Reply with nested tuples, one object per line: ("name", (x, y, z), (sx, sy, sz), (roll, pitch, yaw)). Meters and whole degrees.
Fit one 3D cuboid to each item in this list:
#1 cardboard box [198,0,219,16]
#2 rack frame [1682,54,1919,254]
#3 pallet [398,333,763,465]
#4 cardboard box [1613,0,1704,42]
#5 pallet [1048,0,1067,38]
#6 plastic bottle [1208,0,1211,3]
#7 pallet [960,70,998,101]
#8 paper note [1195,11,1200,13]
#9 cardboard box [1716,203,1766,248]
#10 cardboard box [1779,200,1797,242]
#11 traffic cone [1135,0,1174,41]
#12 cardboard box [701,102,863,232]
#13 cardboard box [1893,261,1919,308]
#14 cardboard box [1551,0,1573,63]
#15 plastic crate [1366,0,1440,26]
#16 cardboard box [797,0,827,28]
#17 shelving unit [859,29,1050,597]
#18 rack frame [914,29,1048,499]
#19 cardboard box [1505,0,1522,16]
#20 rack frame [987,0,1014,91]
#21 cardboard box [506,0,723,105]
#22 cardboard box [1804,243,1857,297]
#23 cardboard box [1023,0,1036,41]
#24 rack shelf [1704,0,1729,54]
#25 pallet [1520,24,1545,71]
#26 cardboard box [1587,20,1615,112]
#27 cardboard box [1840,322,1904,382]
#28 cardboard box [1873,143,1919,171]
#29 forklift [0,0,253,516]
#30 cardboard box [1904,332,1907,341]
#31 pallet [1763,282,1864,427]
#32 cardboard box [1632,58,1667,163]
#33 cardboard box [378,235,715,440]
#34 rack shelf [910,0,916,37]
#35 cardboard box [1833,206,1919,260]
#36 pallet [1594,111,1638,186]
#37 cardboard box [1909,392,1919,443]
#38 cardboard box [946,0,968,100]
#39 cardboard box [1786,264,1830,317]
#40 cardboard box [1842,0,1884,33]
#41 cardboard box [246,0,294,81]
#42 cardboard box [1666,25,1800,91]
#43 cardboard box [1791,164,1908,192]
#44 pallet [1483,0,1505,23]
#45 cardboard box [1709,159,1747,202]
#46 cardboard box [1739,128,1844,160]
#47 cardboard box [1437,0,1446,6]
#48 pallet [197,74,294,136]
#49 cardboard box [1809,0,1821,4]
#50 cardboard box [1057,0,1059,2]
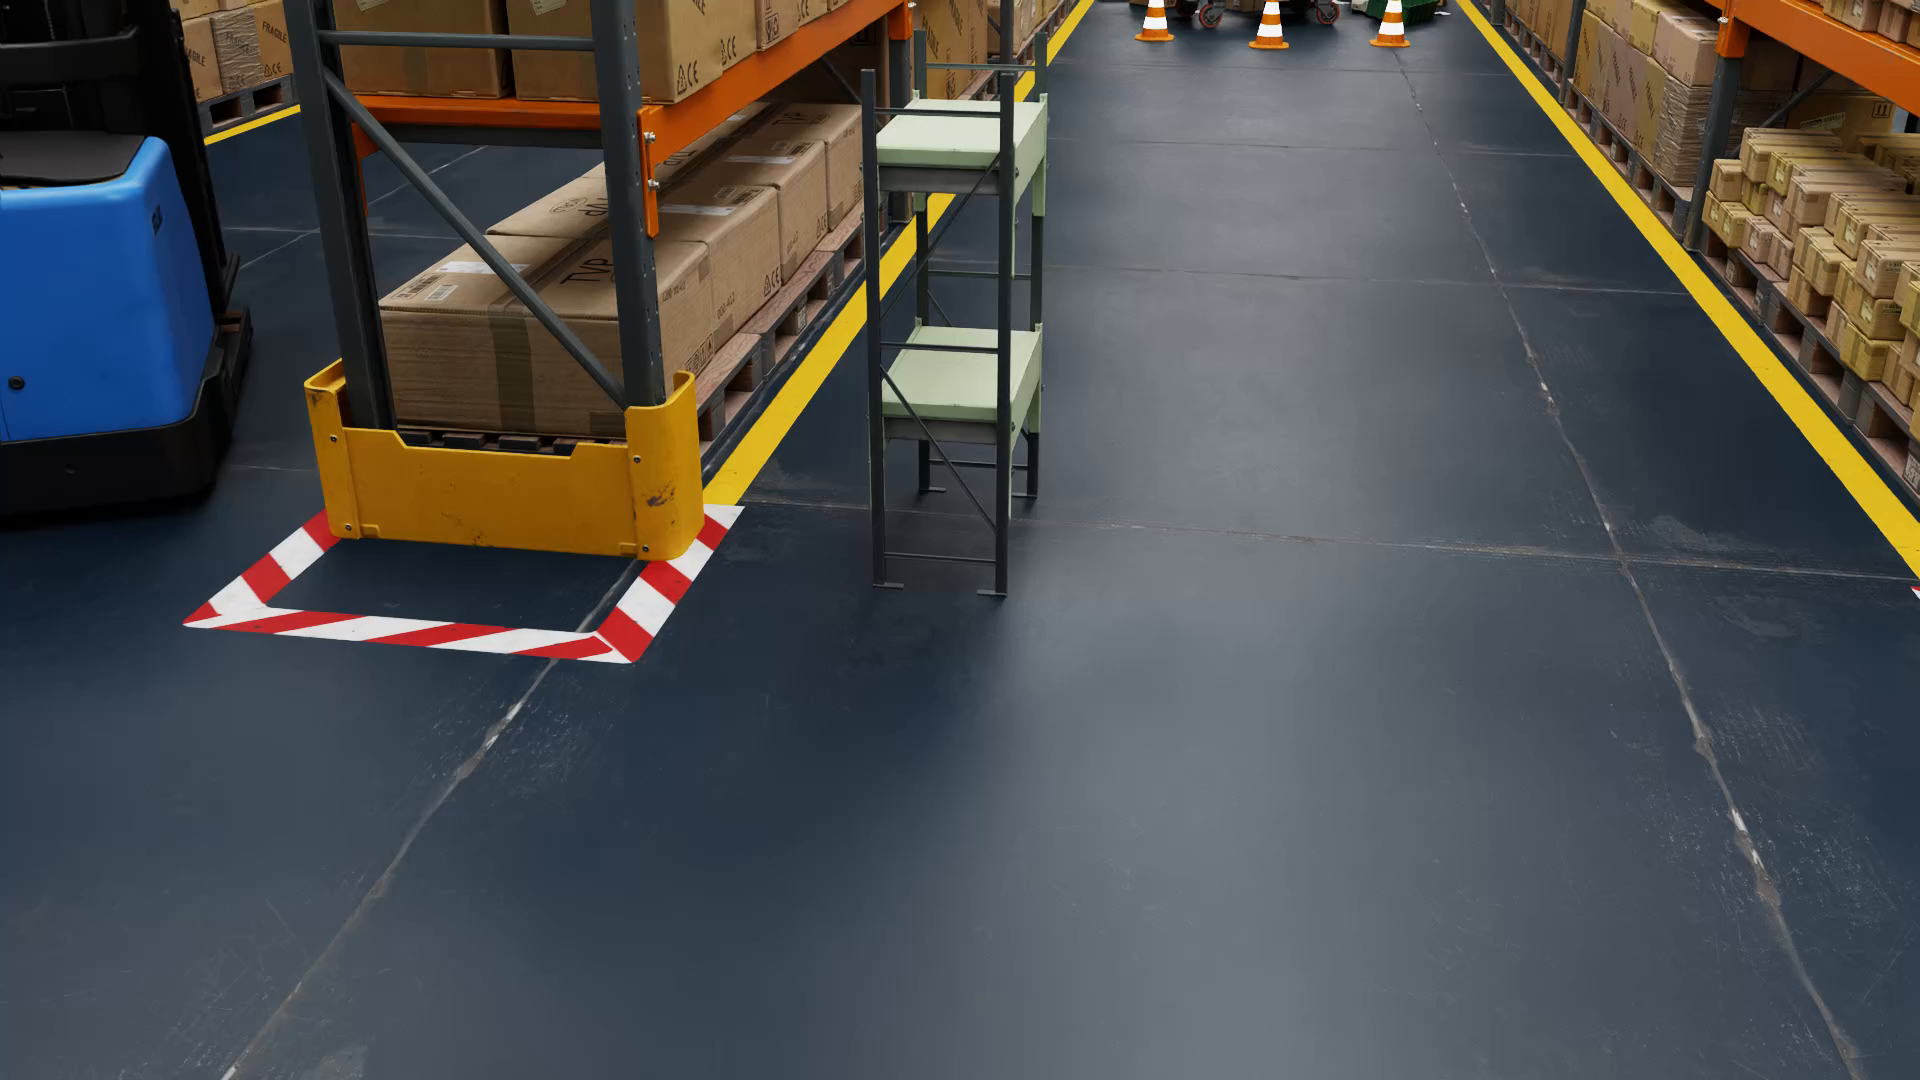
("cardboard box", (-5.169, -3.575, 11.037), (0.380, 0.149, 0.250), (4, 25, 9))
("rack frame", (4.140, -2.783, 7.657), (1.000, 3.000, 0.127), (4, 25, 9))
("pallet", (-1.360, -0.488, 6.043), (1.003, 0.211, 1.213), (4, 25, 9))
("cardboard box", (4.266, -3.164, 10.040), (0.500, 0.250, 0.500), (4, 25, 9))
("pallet", (0.422, -4.841, 15.343), (1.003, 0.211, 1.213), (4, 25, 9))
("plastic bottle", (2.609, -5.508, 16.946), (0.133, 0.061, 0.283), (8, 26, 18))
("pallet", (-0.309, -3.169, 11.772), (1.003, 0.211, 1.213), (4, 25, 9))
("paper note", (2.318, -5.188, 16.298), (0.148, 0.019, 0.142), (4, 25, 9))
("cardboard box", (3.720, -1.441, 7.657), (0.380, 0.149, 0.250), (5, 26, 10))
("cardboard box", (3.761, -1.358, 7.130), (0.380, 0.149, 0.250), (3, 25, 6))
("traffic cone", (1.726, -4.665, 14.670), (0.336, 0.463, 0.334), (4, 25, 9))
("cardboard box", (-0.968, -1.858, 8.209), (0.875, 0.438, 0.875), (4, 25, 8))
("cardboard box", (3.443, -0.840, 5.671), (0.380, 0.149, 0.250), (3, 25, 6))
("cardboard box", (4.982, -3.876, 12.150), (1.050, 0.750, 0.750), (4, 25, 8))
("plastic crate", (4.184, -5.045, 15.739), (0.450, 0.188, 0.662), (29, 36, 30))
("cardboard box", (-0.830, -2.272, 6.449), (0.500, 0.500, 0.500), (5, 26, 10))
("shelving unit", (0.001, -0.682, 4.938), (0.431, 1.500, 0.755), (4, 25, 9))
("rack frame", (0.061, -0.835, 5.265), (0.400, 1.500, 0.023), (4, 25, 9))
("cardboard box", (5.435, -5.034, 14.625), (1.050, 0.750, 0.750), (4, 25, 8))
("rack frame", (-0.106, -4.757, 11.874), (1.000, 3.000, 0.127), (4, 25, 9))
("cardboard box", (-1.052, -1.637, 5.091), (0.500, 0.500, 0.500), (4, 25, 8))
("cardboard box", (3.524, -1.042, 6.455), (0.380, 0.149, 0.250), (4, 25, 9))
("cardboard box", (0.109, -4.301, 13.506), (0.950, 0.372, 0.625), (4, 25, 8))
("rack shelf", (4.467, -3.294, 9.597), (1.077, 0.370, 4.000), (4, 25, 9))
("pallet", (5.199, -4.026, 13.603), (1.003, 0.211, 1.213), (4, 25, 9))
("cardboard box", (4.348, -3.025, 10.628), (0.500, 0.500, 0.500), (4, 25, 9))
("cardboard box", (3.445, -0.678, 6.028), (0.380, 0.149, 0.250), (3, 25, 6))
("cardboard box", (4.336, -1.675, 7.456), (0.380, 0.149, 0.250), (4, 25, 9))
("forklift", (-3.409, -1.958, 5.975), (1.130, 2.935, 3.031), (-8, 26, -16))
("cardboard box", (3.520, -0.707, 5.739), (0.380, 0.149, 0.250), (4, 25, 8))
("pallet", (3.868, -0.725, 6.550), (1.003, 0.211, 1.213), (4, 25, 9))
("cardboard box", (4.097, -2.383, 9.255), (0.500, 0.500, 0.500), (3, 25, 7))
("cardboard box", (-1.404, -0.723, 5.784), (0.875, 0.438, 0.875), (3, 25, 7))
("rack shelf", (-0.433, -3.594, 10.239), (1.077, 0.370, 4.000), (4, 25, 9))
("cardboard box", (3.599, -1.170, 6.377), (0.380, 0.149, 0.250), (4, 25, 9))
("pallet", (4.463, -2.357, 10.038), (1.003, 0.211, 1.213), (4, 25, 9))
("cardboard box", (3.309, -0.358, 5.344), (0.380, 0.149, 0.250), (5, 26, 10))
("cardboard box", (-0.451, -3.329, 10.834), (0.875, 0.875, 0.875), (4, 25, 9))
("cardboard box", (3.592, -1.006, 6.729), (0.380, 0.149, 0.250), (3, 25, 7))
("cardboard box", (3.604, -2.019, 6.322), (0.380, 0.149, 0.250), (5, 26, 11))
("cardboard box", (-5.036, -3.538, 11.723), (0.500, 0.500, 0.500), (5, 26, 11))
("cardboard box", (4.013, -2.510, 8.642), (0.500, 0.250, 0.500), (3, 25, 7))
("cardboard box", (3.763, -1.491, 7.062), (0.380, 0.149, 0.250), (3, 25, 7))
("pallet", (5.649, -5.179, 16.064), (1.003, 0.211, 1.213), (4, 25, 9))
("cardboard box", (3.765, -1.687, 7.833), (0.380, 0.149, 0.250), (5, 26, 11))
("cardboard box", (3.880, -1.822, 7.769), (0.380, 0.149, 0.250), (5, 26, 11))
("cardboard box", (4.689, -5.718, 16.874), (0.500, 0.500, 0.500), (8, 26, 18))
("pallet", (-5.364, -3.018, 11.448), (1.003, 0.211, 1.213), (4, 25, 9))
("cardboard box", (3.811, -2.345, 7.018), (0.380, 0.149, 0.250), (3, 25, 6))
("cardboard box", (0.465, -5.210, 15.447), (0.950, 0.372, 0.625), (4, 25, 9))
